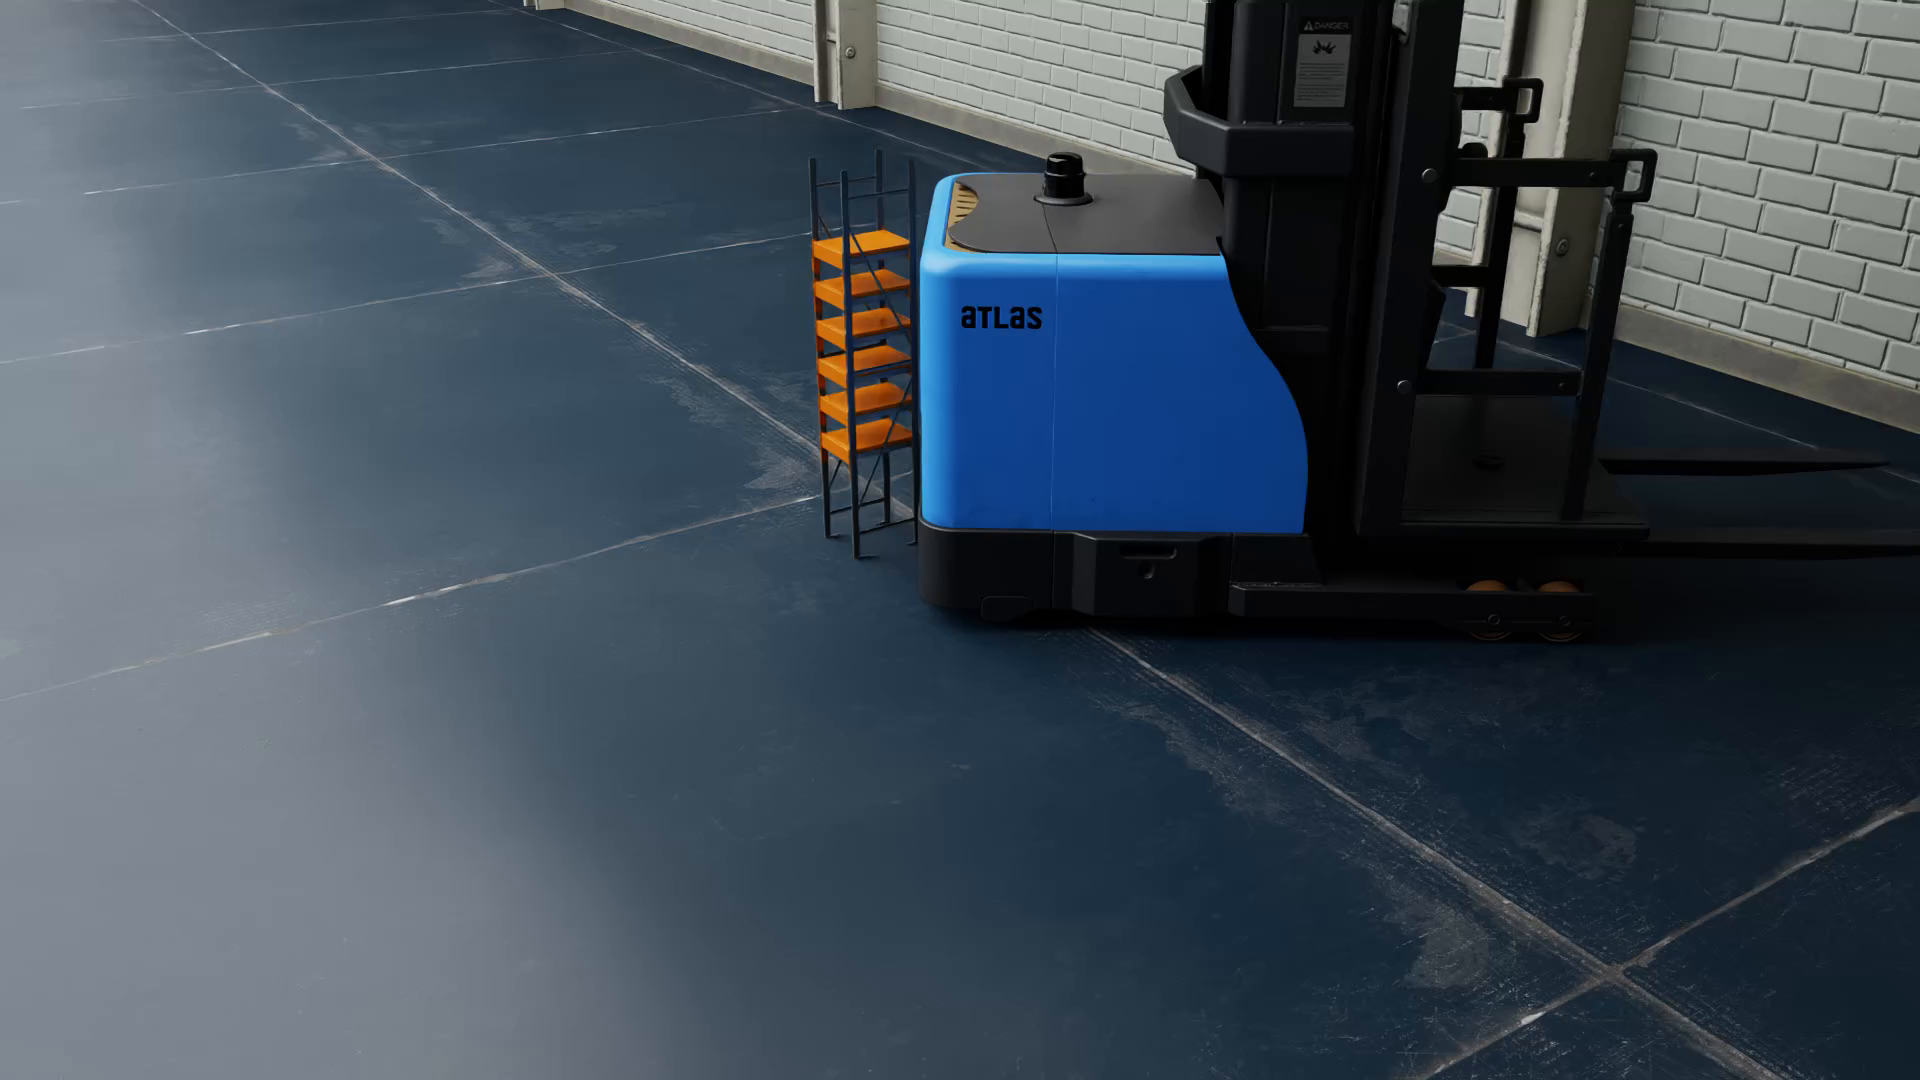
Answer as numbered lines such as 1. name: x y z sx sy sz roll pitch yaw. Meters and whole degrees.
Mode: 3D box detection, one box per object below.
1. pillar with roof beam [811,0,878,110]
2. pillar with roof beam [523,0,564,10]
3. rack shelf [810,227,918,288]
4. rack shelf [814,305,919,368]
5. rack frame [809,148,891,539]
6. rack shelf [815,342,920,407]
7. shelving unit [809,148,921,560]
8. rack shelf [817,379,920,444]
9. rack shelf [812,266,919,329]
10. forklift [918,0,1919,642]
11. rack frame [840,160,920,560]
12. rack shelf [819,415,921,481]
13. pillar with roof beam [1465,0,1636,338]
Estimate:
1. pillar with roof beam: -4.413 -6.178 7.796 9.100 9.000 0.400 -16 29 -30
2. pillar with roof beam: -7.689 -8.324 12.342 9.100 9.000 0.400 -16 29 -30
3. rack shelf: -0.279 -0.826 4.854 0.258 0.103 0.180 -16 30 -29
4. rack shelf: -0.278 -0.609 4.957 0.258 0.103 0.180 -16 30 -29
5. rack frame: -0.328 -0.574 5.059 0.240 1.200 0.006 -16 30 -29
6. rack shelf: -0.278 -0.501 5.008 0.258 0.103 0.180 -16 30 -29
7. shelving unit: -0.278 -0.541 4.989 0.258 1.200 0.189 -16 30 -29
8. rack shelf: -0.277 -0.393 5.060 0.258 0.103 0.180 -16 30 -29
9. rack shelf: -0.279 -0.718 4.905 0.258 0.103 0.180 -16 30 -29
10. forklift: 1.409 -1.272 4.511 3.031 2.935 1.130 1 25 2
11. rack frame: -0.228 -0.508 4.920 0.240 1.200 0.006 -16 30 -29
12. rack shelf: -0.277 -0.284 5.111 0.258 0.103 0.180 -16 30 -29
13. pillar with roof beam: -1.138 -4.032 3.250 9.100 9.000 0.400 -16 29 -30
